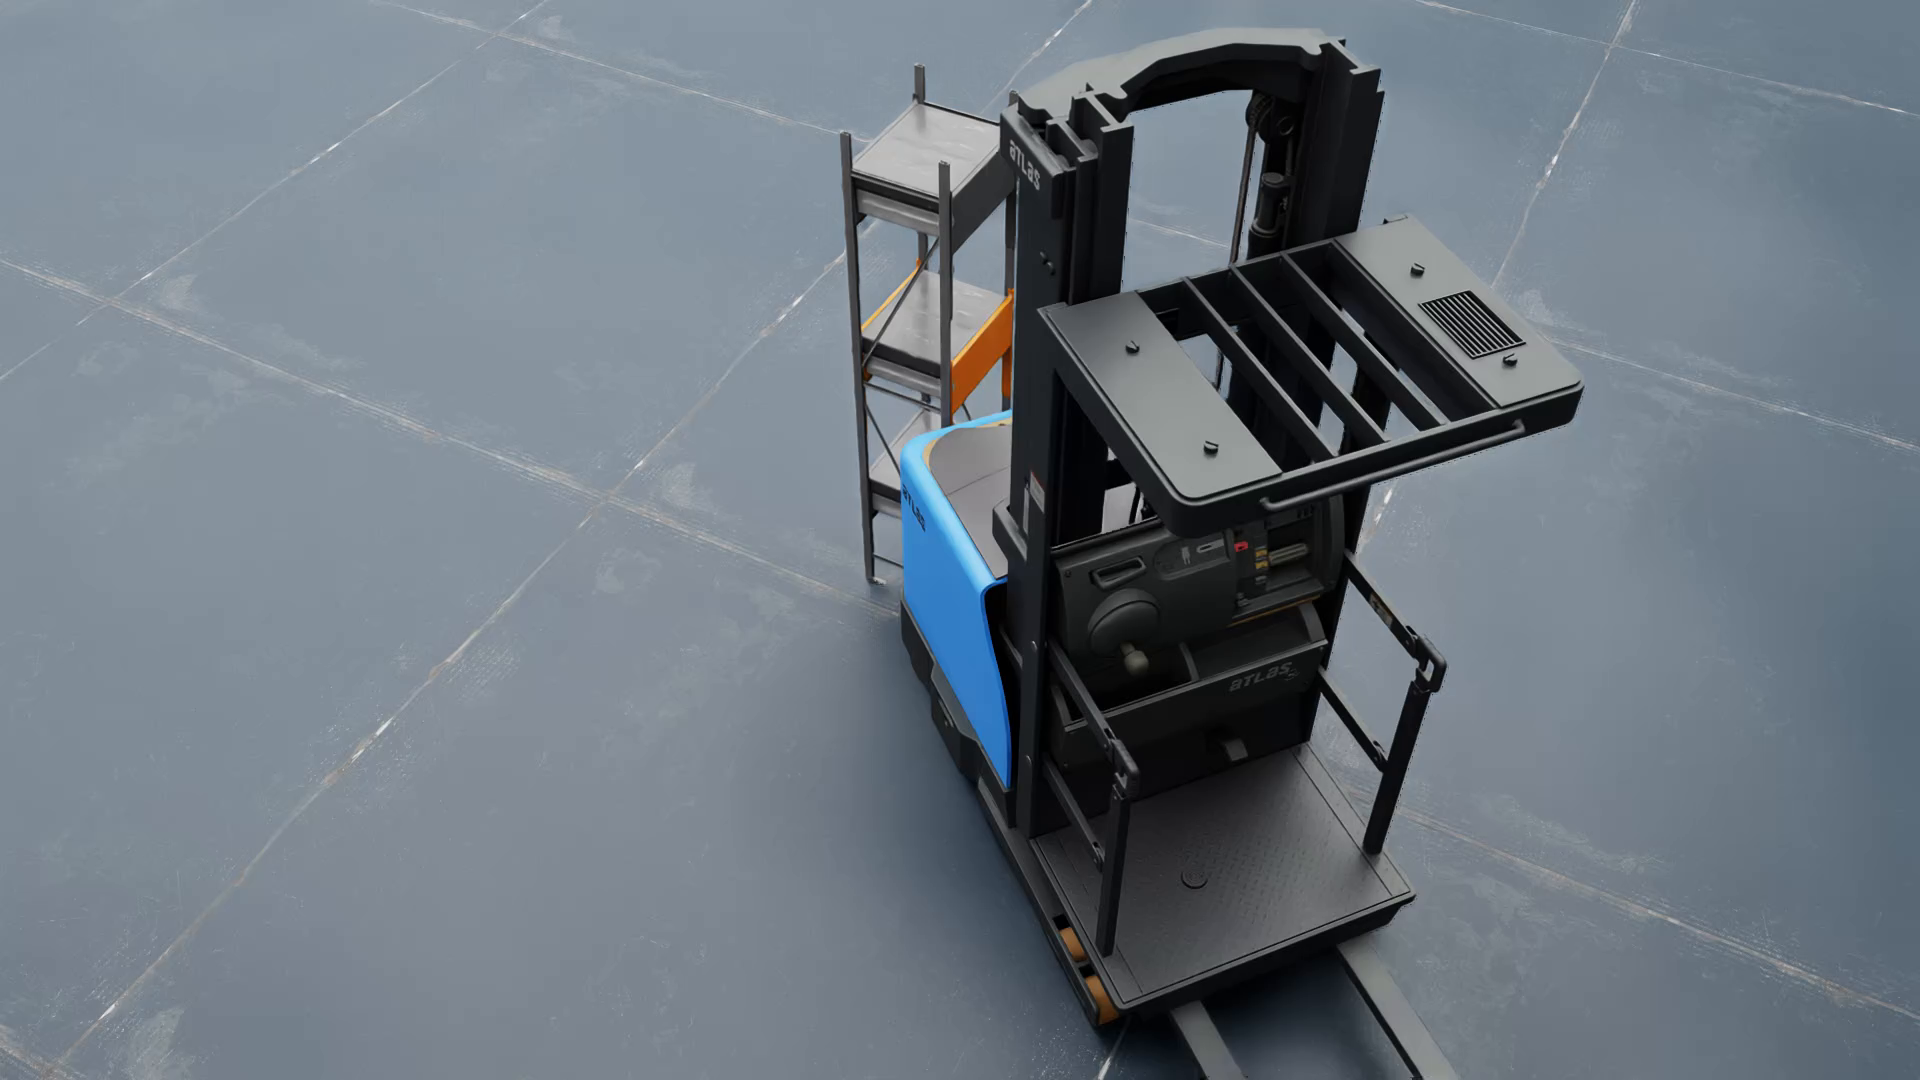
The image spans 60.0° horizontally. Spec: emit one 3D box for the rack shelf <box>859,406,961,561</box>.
[{"bbox_3d":[-0.094,-0.169,6.724,0.431,0.518,0.480,21,49,20],"label":"rack shelf"}]

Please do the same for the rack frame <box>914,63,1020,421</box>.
[{"bbox_3d":[0.023,-0.823,6.367,0.400,2.100,0.015,21,49,20],"label":"rack frame"}]

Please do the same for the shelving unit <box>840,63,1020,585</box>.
[{"bbox_3d":[-0.094,-0.671,6.216,0.431,2.100,0.503,21,49,20],"label":"shelving unit"}]

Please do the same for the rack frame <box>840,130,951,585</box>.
[{"bbox_3d":[-0.210,-0.518,6.066,0.400,2.100,0.015,21,49,20],"label":"rack frame"}]

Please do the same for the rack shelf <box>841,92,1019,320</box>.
[{"bbox_3d":[-0.094,-1.153,5.728,0.431,0.518,0.480,21,49,20],"label":"rack shelf"}]

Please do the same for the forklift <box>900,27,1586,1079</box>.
[{"bbox_3d":[0.806,0.205,4.767,1.130,2.935,3.031,-17,48,-16],"label":"forklift"}]

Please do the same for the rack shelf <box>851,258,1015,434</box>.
[{"bbox_3d":[-0.094,-0.661,6.226,0.431,0.518,0.480,21,49,20],"label":"rack shelf"}]
